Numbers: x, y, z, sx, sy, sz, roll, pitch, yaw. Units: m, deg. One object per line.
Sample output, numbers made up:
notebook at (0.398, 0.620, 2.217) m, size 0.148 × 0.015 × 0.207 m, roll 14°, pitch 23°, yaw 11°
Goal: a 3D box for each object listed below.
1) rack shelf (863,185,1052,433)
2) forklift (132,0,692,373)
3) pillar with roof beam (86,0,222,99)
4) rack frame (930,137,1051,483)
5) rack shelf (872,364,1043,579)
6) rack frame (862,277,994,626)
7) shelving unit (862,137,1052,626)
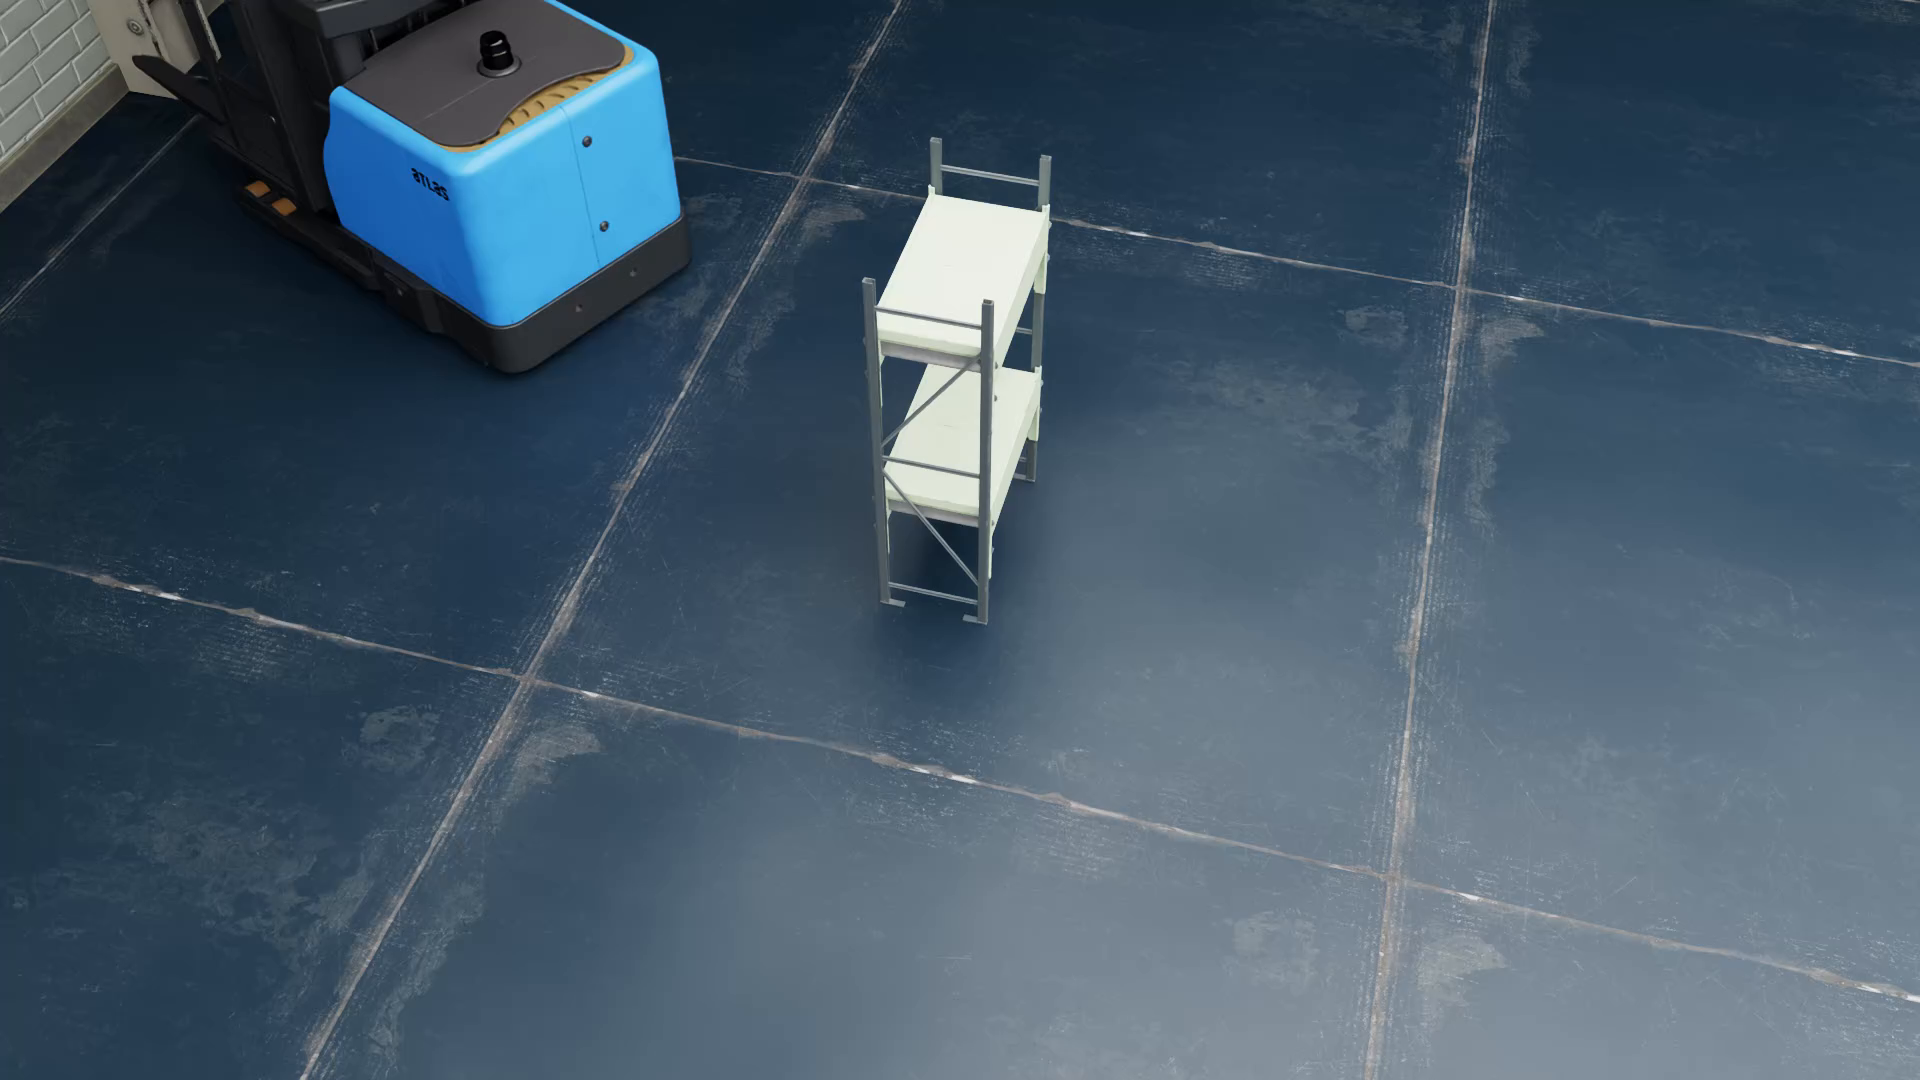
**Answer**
rack shelf at (0.002, -0.759, 5.399) m, size 0.431 × 0.370 × 0.720 m, roll 12°, pitch 50°, yaw 10°
forklift at (-2.619, -2.602, 6.591) m, size 3.031 × 2.935 × 1.130 m, roll 32°, pitch 56°, yaw 25°
pillar with roof beam at (0.221, -4.466, 4.190) m, size 9.100 × 9.000 × 0.400 m, roll 12°, pitch 50°, yaw 10°
rack frame at (0.098, -0.766, 5.926) m, size 0.400 × 1.500 × 0.023 m, roll 12°, pitch 50°, yaw 10°
rack shelf at (0.002, -0.285, 5.936) m, size 0.431 × 0.370 × 0.720 m, roll 12°, pitch 50°, yaw 10°
rack frame at (-0.095, -0.236, 5.458) m, size 0.400 × 1.500 × 0.023 m, roll 12°, pitch 50°, yaw 10°
shelving unit at (0.002, -0.501, 5.692) m, size 0.431 × 1.500 × 0.755 m, roll 12°, pitch 50°, yaw 10°
